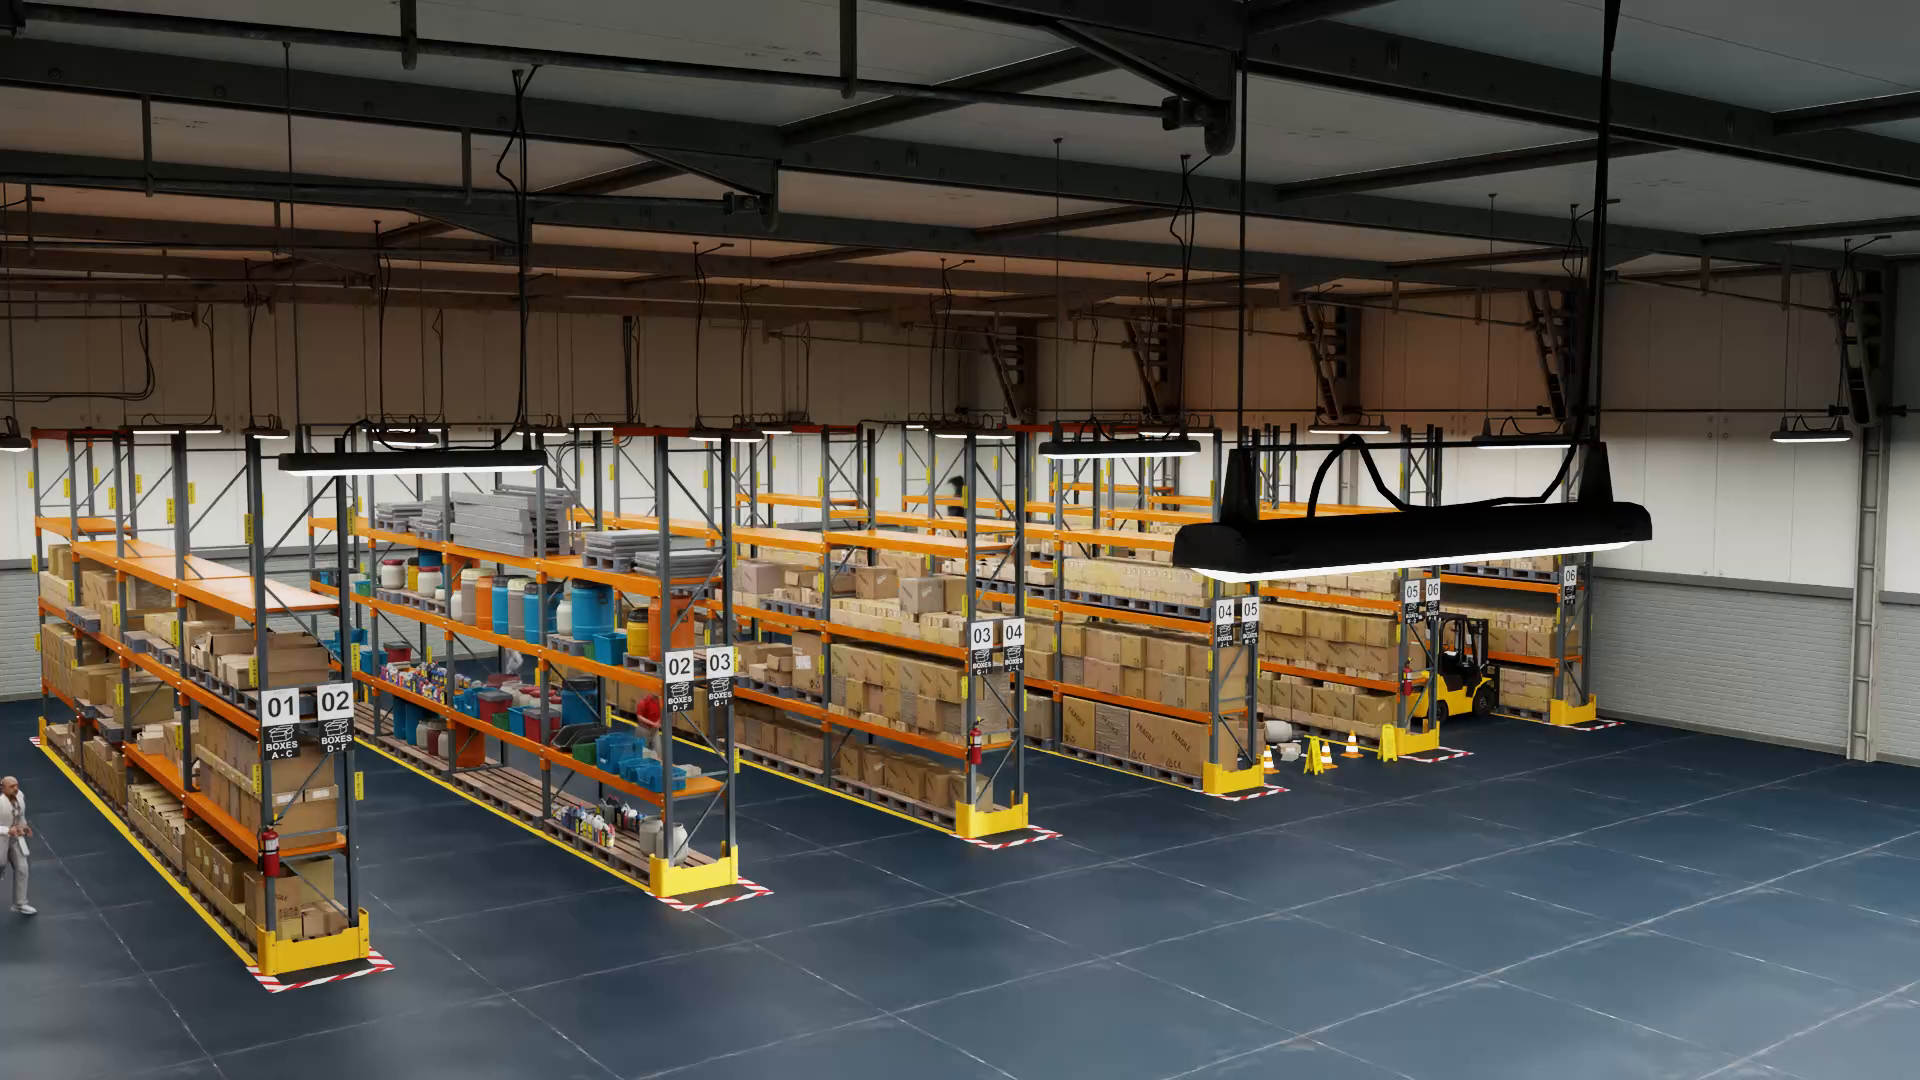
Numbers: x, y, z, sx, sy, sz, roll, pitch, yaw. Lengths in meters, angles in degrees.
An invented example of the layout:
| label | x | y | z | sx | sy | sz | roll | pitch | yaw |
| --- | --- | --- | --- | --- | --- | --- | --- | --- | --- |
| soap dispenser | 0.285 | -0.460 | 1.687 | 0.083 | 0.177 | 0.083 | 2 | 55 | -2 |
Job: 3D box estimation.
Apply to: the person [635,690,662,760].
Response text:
| label | x | y | z | sx | sy | sz | roll | pitch | yaw |
| --- | --- | --- | --- | --- | --- | --- | --- | --- | --- |
| person | -5.383 | 3.272 | 28.362 | 0.908 | 1.695 | 0.634 | 3 | 5 | 31 |

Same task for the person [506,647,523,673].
| label | x | y | z | sx | sy | sz | roll | pitch | yaw |
| --- | --- | --- | --- | --- | --- | --- | --- | --- | --- |
| person | -10.375 | 2.509 | 38.665 | 0.690 | 1.612 | 0.636 | 0 | 4 | 3 |

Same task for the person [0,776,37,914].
| label | x | y | z | sx | sy | sz | roll | pitch | yaw |
| --- | --- | --- | --- | --- | --- | --- | --- | --- | --- |
| person | -12.067 | 3.815 | 20.913 | 1.007 | 1.749 | 0.690 | 2 | 5 | 26 |

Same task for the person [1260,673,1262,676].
| label | x | y | z | sx | sy | sz | roll | pitch | yaw |
| --- | --- | --- | --- | --- | --- | --- | --- | --- | --- |
| person | 6.503 | 2.406 | 38.402 | 1.000 | 1.765 | 0.659 | 4 | 6 | 43 |
